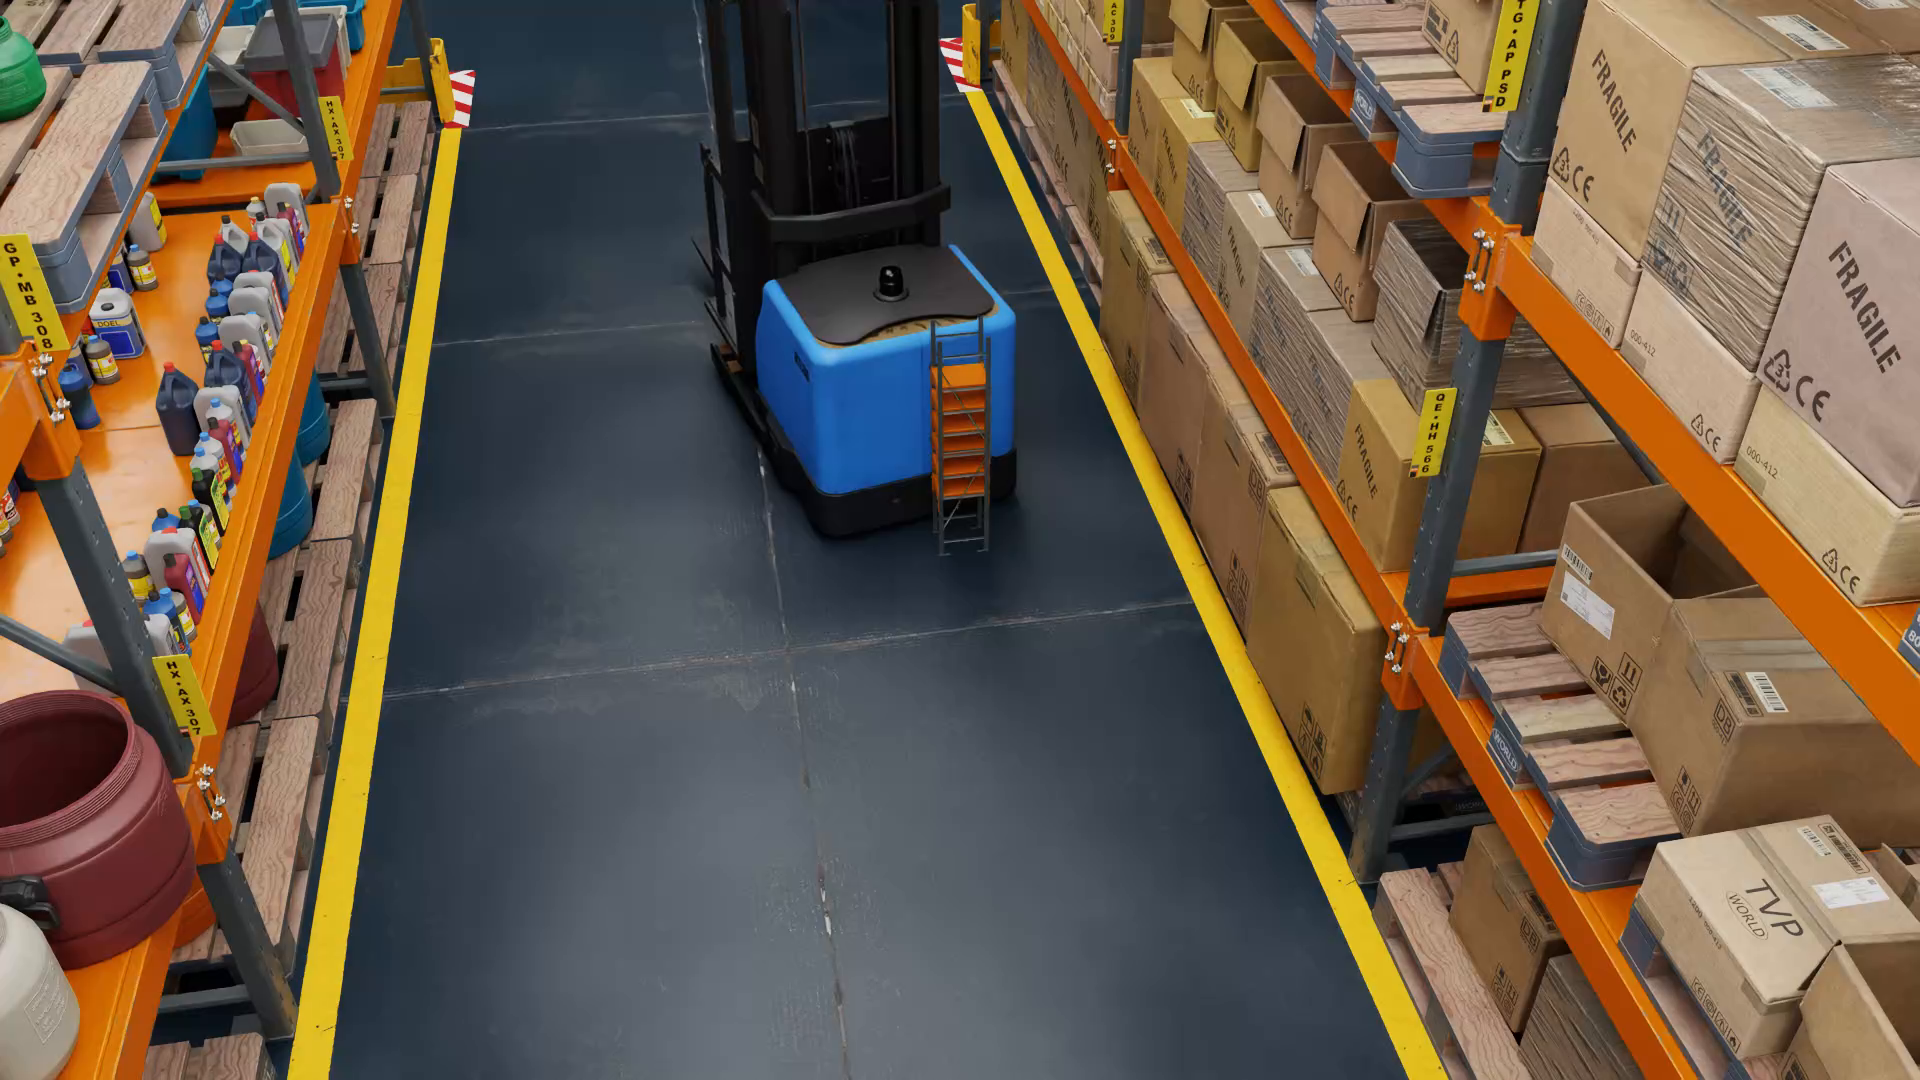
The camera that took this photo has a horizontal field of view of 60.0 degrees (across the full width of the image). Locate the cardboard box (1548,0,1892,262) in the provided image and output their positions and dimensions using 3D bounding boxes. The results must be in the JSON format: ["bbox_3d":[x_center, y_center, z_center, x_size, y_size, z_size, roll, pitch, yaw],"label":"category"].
[{"bbox_3d":[1.850,-1.046,4.118,0.500,0.500,0.500,-6,38,-8],"label":"cardboard box"}]

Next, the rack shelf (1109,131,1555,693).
[{"bbox_3d":[1.670,-0.860,7.398,1.077,0.370,4.000,-6,38,-8],"label":"rack shelf"}]

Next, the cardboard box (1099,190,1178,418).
[{"bbox_3d":[1.451,-1.295,8.761,1.225,0.875,0.875,-6,38,-8],"label":"cardboard box"}]

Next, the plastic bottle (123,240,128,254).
[{"bbox_3d":[-3.851,-1.325,7.573,0.097,0.201,0.097,0,38,0],"label":"plastic bottle"}]

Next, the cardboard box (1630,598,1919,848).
[{"bbox_3d":[2.351,0.507,4.629,0.700,0.500,0.500,-1,38,-1],"label":"cardboard box"}]

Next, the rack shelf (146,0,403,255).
[{"bbox_3d":[-3.907,-2.743,9.823,1.077,0.370,4.000,-6,38,-8],"label":"rack shelf"}]

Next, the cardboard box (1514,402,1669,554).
[{"bbox_3d":[2.203,-0.299,6.008,0.500,0.500,0.500,-5,38,-7],"label":"cardboard box"}]

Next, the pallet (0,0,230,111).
[{"bbox_3d":[-3.121,-1.782,5.707,1.003,0.211,1.213,-6,38,-8],"label":"pallet"}]

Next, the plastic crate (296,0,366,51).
[{"bbox_3d":[-3.646,-2.980,9.629,0.416,0.233,0.300,-6,38,-8],"label":"plastic crate"}]

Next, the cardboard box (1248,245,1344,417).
[{"bbox_3d":[1.514,-0.862,6.733,0.500,0.500,0.500,-7,38,-9],"label":"cardboard box"}]

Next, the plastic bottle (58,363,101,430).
[{"bbox_3d":[-3.478,-0.574,6.548,0.097,0.271,0.097,0,38,0],"label":"plastic bottle"}]

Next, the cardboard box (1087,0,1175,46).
[{"bbox_3d":[0.976,-2.955,8.778,0.500,0.500,0.500,-5,38,-7],"label":"cardboard box"}]

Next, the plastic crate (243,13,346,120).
[{"bbox_3d":[-3.466,-2.435,8.738,0.402,0.464,0.583,-6,38,-8],"label":"plastic crate"}]

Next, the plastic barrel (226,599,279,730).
[{"bbox_3d":[-3.156,0.407,6.804,0.600,0.588,0.708,-6,38,-8],"label":"plastic barrel"}]

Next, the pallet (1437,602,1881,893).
[{"bbox_3d":[2.251,0.559,5.142,1.213,0.211,1.003,-6,38,-8],"label":"pallet"}]

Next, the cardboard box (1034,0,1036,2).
[{"bbox_3d":[0.627,-3.490,10.402,0.380,0.149,0.250,-7,38,-9],"label":"cardboard box"}]

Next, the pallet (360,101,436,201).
[{"bbox_3d":[-4.152,-2.632,11.366,1.003,0.211,1.213,-6,38,-8],"label":"pallet"}]

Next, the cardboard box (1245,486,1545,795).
[{"bbox_3d":[1.920,0.318,6.685,1.225,0.875,0.875,-8,39,-10],"label":"cardboard box"}]

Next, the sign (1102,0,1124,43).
[{"bbox_3d":[0.773,-2.665,8.365,0.100,0.325,0.005,-6,38,-8],"label":"sign"}]

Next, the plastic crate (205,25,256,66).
[{"bbox_3d":[-4.158,-2.758,9.422,0.293,0.136,0.466,-6,38,-8],"label":"plastic crate"}]

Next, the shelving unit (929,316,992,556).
[{"bbox_3d":[0.003,-0.465,7.771,0.258,1.200,0.189,-6,38,-8],"label":"shelving unit"}]

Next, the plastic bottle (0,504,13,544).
[{"bbox_3d":[-3.492,-0.087,5.979,0.097,0.201,0.097,0,38,0],"label":"plastic bottle"}]

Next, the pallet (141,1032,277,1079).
[{"bbox_3d":[-2.758,2.170,5.185,1.003,0.211,1.213,-6,38,-8],"label":"pallet"}]

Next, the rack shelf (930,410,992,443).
[{"bbox_3d":[0.003,-0.525,7.724,0.258,0.103,0.180,-6,38,-8],"label":"rack shelf"}]

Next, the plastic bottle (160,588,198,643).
[{"bbox_3d":[-2.624,0.247,5.549,0.097,0.201,0.097,0,38,0],"label":"plastic bottle"}]

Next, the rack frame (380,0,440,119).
[{"bbox_3d":[-4.258,-4.235,11.157,1.000,3.000,0.127,-6,38,-8],"label":"rack frame"}]

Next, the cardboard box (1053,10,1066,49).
[{"bbox_3d":[0.763,-3.023,9.802,0.380,0.149,0.250,-6,38,-7],"label":"cardboard box"}]

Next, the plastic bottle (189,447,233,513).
[{"bbox_3d":[-2.751,-0.221,6.095,0.097,0.271,0.097,0,38,0],"label":"plastic bottle"}]

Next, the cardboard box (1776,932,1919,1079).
[{"bbox_3d":[2.327,1.236,3.687,0.797,0.503,0.637,-3,38,-3],"label":"cardboard box"}]

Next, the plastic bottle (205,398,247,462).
[{"bbox_3d":[-2.809,-0.419,6.350,0.097,0.271,0.097,0,38,0],"label":"plastic bottle"}]

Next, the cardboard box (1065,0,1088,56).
[{"bbox_3d":[0.891,-2.961,9.396,0.500,0.250,0.500,-5,38,-7],"label":"cardboard box"}]

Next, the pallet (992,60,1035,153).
[{"bbox_3d":[0.835,-3.192,12.087,1.003,0.211,1.213,-6,38,-8],"label":"pallet"}]

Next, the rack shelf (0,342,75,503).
[{"bbox_3d":[-2.505,0.904,2.683,1.077,0.370,4.000,-6,38,-8],"label":"rack shelf"}]

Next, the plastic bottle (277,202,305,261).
[{"bbox_3d":[-3.084,-1.435,7.648,0.061,0.283,0.133,-6,38,-8],"label":"plastic bottle"}]

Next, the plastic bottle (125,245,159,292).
[{"bbox_3d":[-3.667,-1.224,7.443,0.097,0.201,0.097,0,38,0],"label":"plastic bottle"}]

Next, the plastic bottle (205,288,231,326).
[{"bbox_3d":[-3.113,-0.934,7.012,0.097,0.271,0.097,0,38,0],"label":"plastic bottle"}]

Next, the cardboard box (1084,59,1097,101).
[{"bbox_3d":[0.898,-2.558,9.202,0.380,0.149,0.250,-6,38,-7],"label":"cardboard box"}]

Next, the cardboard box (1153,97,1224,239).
[{"bbox_3d":[1.243,-1.783,7.919,0.500,0.500,0.500,-6,38,-8],"label":"cardboard box"}]

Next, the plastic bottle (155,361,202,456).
[{"bbox_3d":[-3.006,-0.517,6.411,0.144,0.351,0.185,-6,38,-8],"label":"plastic bottle"}]

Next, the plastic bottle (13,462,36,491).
[{"bbox_3d":[-3.534,-0.373,6.226,0.144,0.351,0.185,-6,38,-8],"label":"plastic bottle"}]

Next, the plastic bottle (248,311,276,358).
[{"bbox_3d":[-2.946,-0.864,6.979,0.097,0.201,0.097,0,38,0],"label":"plastic bottle"}]

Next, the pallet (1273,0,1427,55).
[{"bbox_3d":[1.657,-2.104,6.123,1.003,0.211,1.213,-5,38,-6],"label":"pallet"}]

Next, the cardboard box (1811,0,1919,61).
[{"bbox_3d":[2.351,-1.096,4.182,0.500,0.500,0.500,-5,38,-7],"label":"cardboard box"}]

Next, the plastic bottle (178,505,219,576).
[{"bbox_3d":[-2.673,-0.019,5.824,0.061,0.283,0.133,-6,38,-8],"label":"plastic bottle"}]

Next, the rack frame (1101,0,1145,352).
[{"bbox_3d":[1.320,-2.352,8.733,1.000,3.000,0.127,-6,38,-8],"label":"rack frame"}]

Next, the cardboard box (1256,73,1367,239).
[{"bbox_3d":[1.673,-1.613,6.883,0.797,0.503,0.637,-5,38,-6],"label":"cardboard box"}]

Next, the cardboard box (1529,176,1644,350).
[{"bbox_3d":[1.853,-0.750,4.348,0.500,0.250,0.500,-6,38,-7],"label":"cardboard box"}]

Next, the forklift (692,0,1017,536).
[{"bbox_3d":[-0.752,-2.081,8.439,1.130,2.935,3.031,-14,40,-18],"label":"forklift"}]

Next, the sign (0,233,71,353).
[{"bbox_3d":[-2.315,-0.610,4.131,0.100,0.325,0.005,-6,38,-8],"label":"sign"}]

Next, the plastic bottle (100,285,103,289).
[{"bbox_3d":[-3.776,-1.068,7.241,0.097,0.201,0.097,0,38,0],"label":"plastic bottle"}]

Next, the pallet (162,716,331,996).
[{"bbox_3d":[-3.035,1.226,6.400,1.003,0.211,1.213,-6,38,-8],"label":"pallet"}]

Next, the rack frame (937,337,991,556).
[{"bbox_3d":[0.019,-0.410,7.699,0.240,1.200,0.006,-6,38,-8],"label":"rack frame"}]

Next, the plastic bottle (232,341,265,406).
[{"bbox_3d":[-2.867,-0.689,6.687,0.061,0.283,0.133,-6,38,-8],"label":"plastic bottle"}]

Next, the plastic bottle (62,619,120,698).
[{"bbox_3d":[-2.763,0.366,5.335,0.152,0.276,0.135,-6,38,-8],"label":"plastic bottle"}]

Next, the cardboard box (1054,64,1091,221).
[{"bbox_3d":[1.125,-2.630,10.480,0.875,0.875,0.875,-6,38,-8],"label":"cardboard box"}]

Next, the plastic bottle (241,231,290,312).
[{"bbox_3d":[-3.041,-1.168,7.249,0.144,0.351,0.185,-6,38,-8],"label":"plastic bottle"}]

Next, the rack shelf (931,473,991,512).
[{"bbox_3d":[0.003,-0.240,7.945,0.258,0.103,0.180,-6,38,-8],"label":"rack shelf"}]

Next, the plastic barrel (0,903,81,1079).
[{"bbox_3d":[-2.465,1.151,4.133,0.421,0.512,0.421,0,38,0],"label":"plastic barrel"}]

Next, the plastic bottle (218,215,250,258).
[{"bbox_3d":[-3.215,-1.265,7.373,0.144,0.351,0.185,-6,38,-8],"label":"plastic bottle"}]

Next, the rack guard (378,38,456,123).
[{"bbox_3d":[-4.275,-3.261,11.941,1.175,0.500,0.348,-6,38,-8],"label":"rack guard"}]
